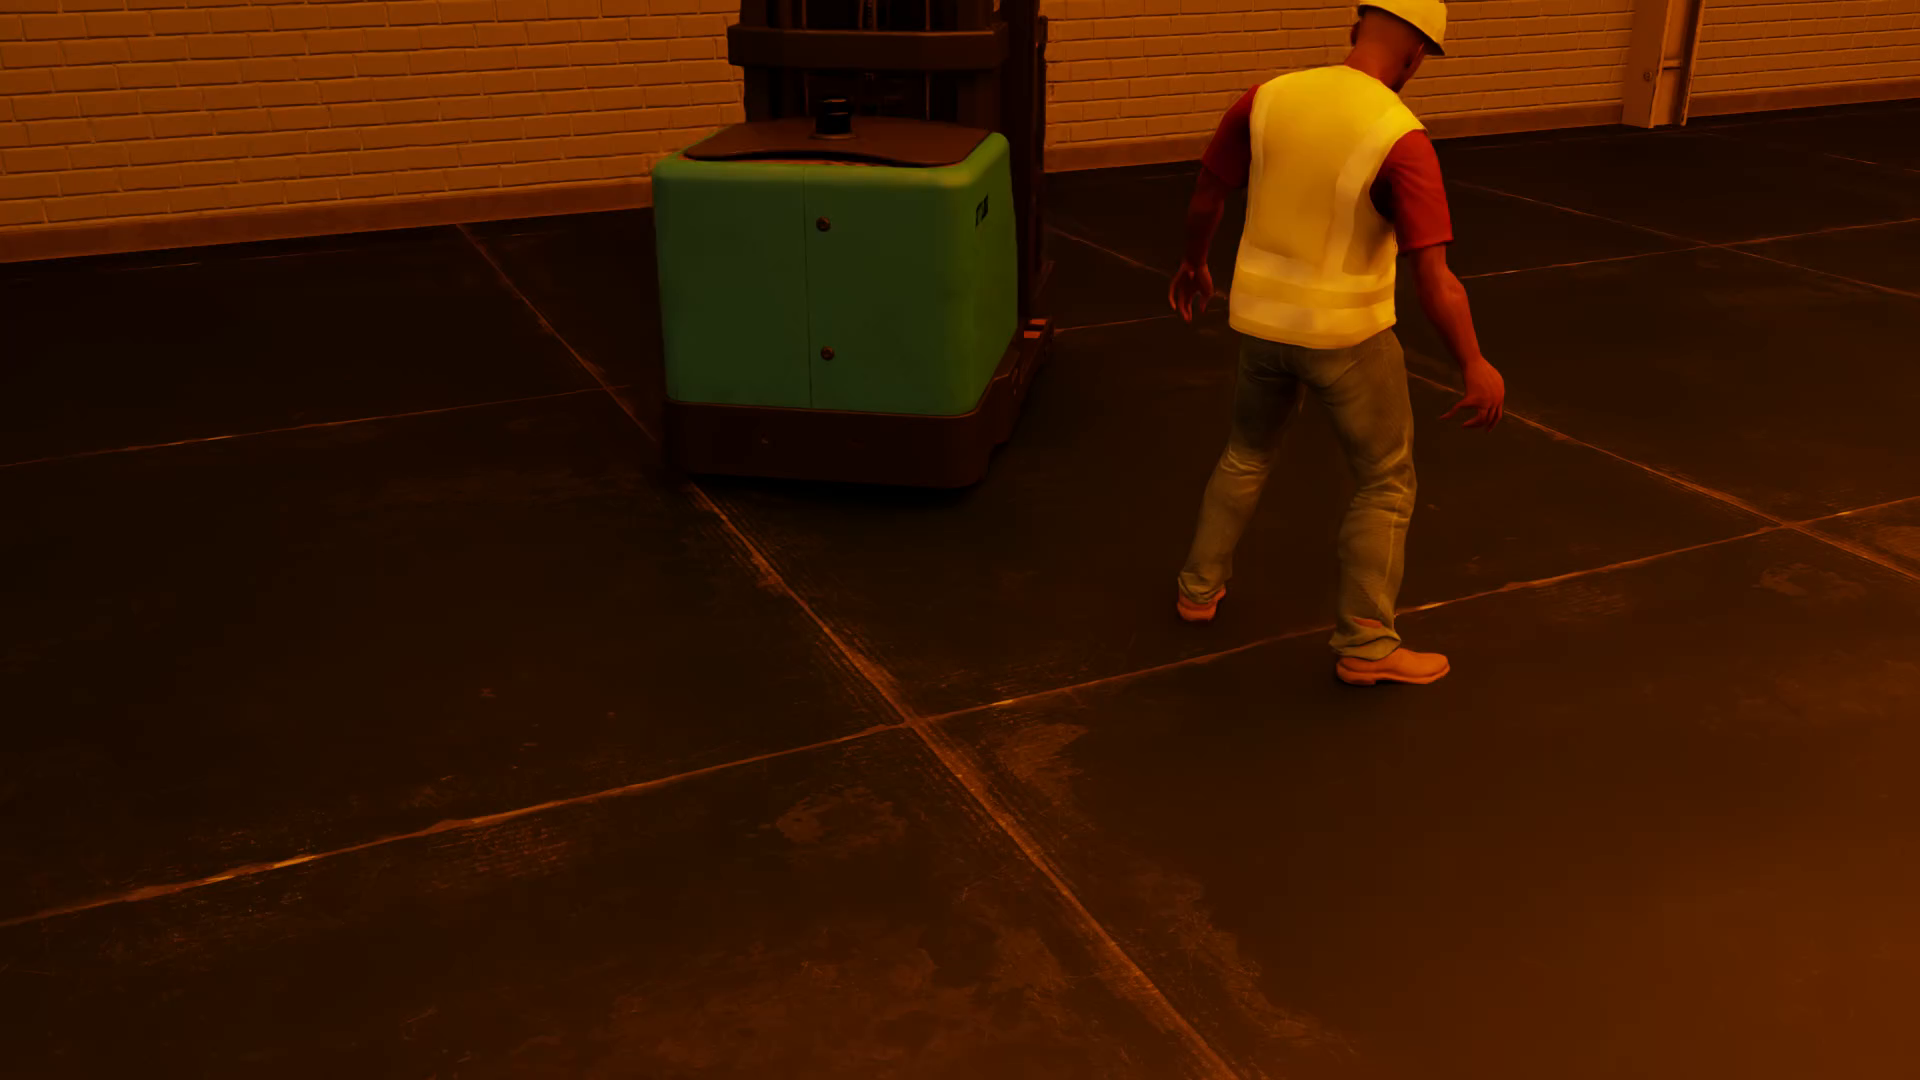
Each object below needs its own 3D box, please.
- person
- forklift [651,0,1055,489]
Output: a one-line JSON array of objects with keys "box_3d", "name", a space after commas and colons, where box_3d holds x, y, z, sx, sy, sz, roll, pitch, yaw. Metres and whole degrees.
[{"box_3d": [0.944, -0.537, 4.190, 0.435, 1.716, 0.970, -19, 29, -38], "name": "person"}, {"box_3d": [-0.216, -2.050, 6.222, 1.130, 2.935, 3.031, 4, 23, 9], "name": "forklift"}]
